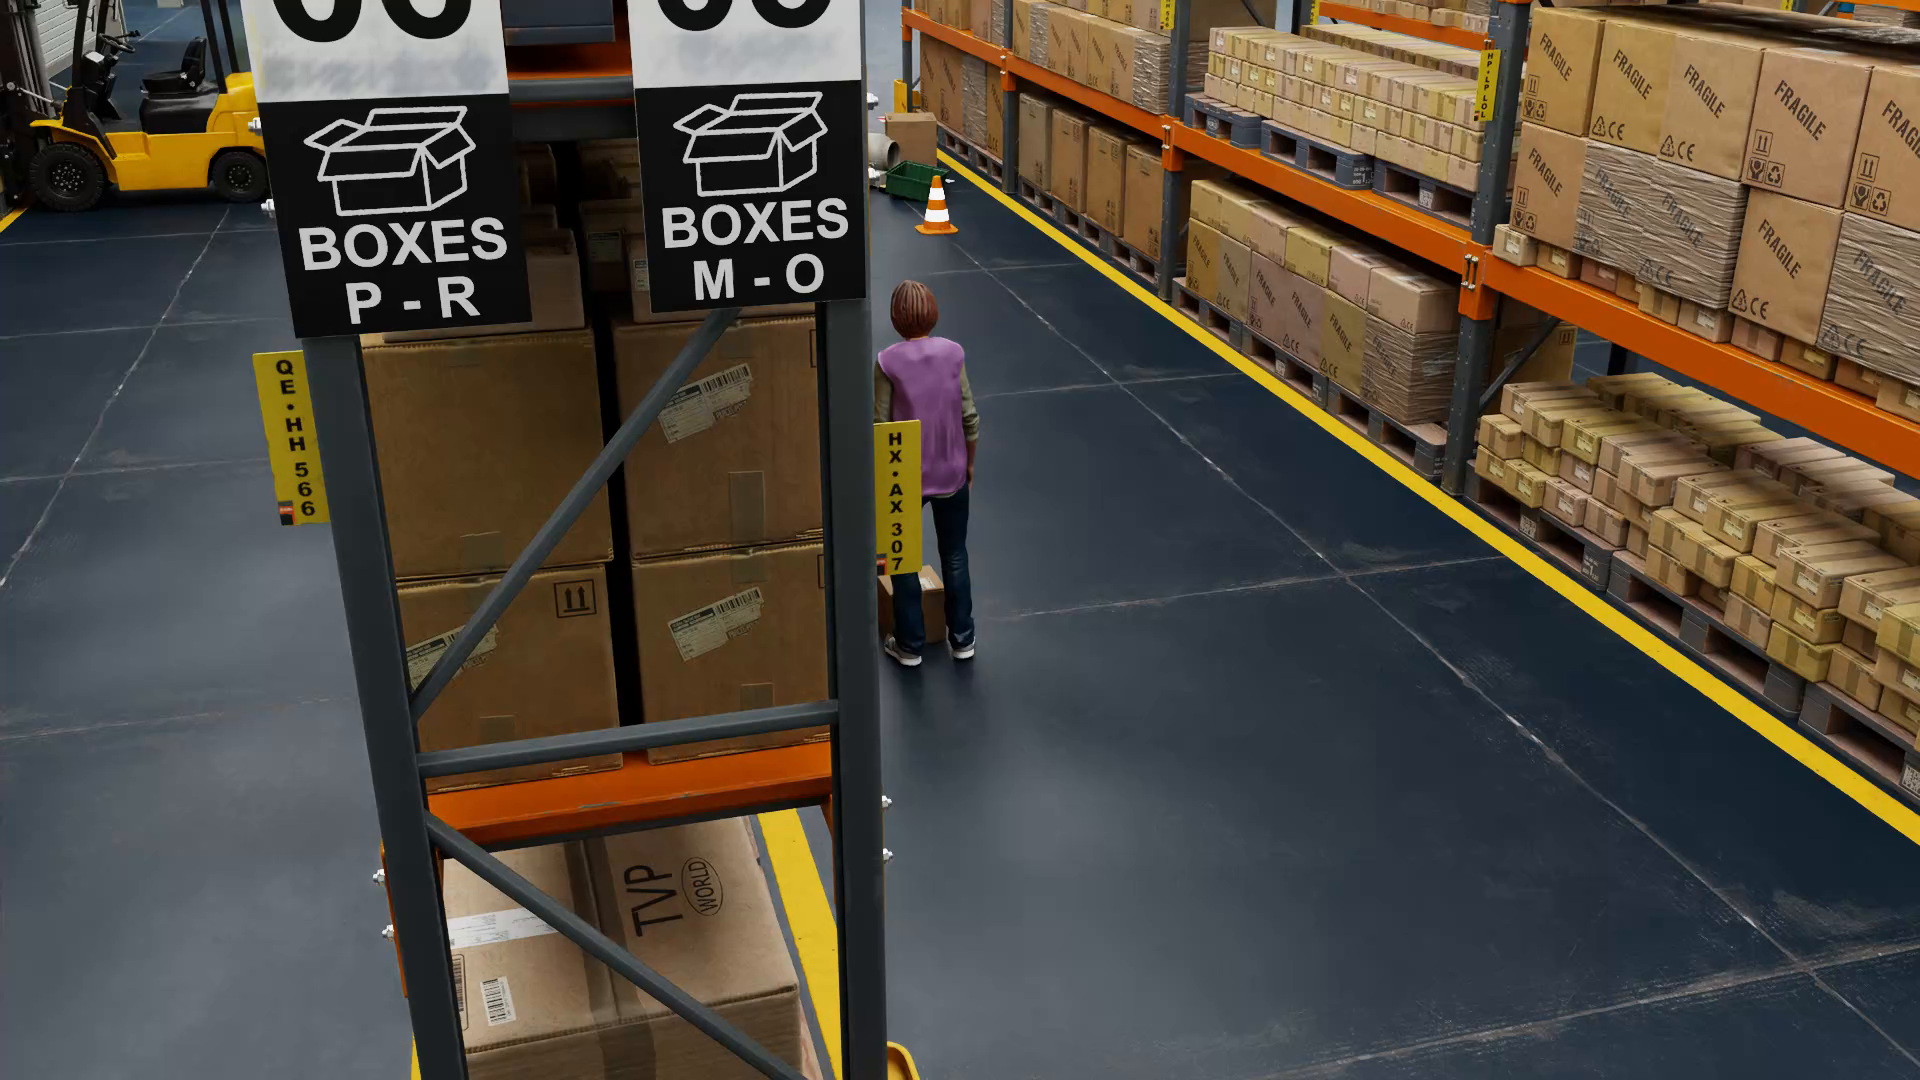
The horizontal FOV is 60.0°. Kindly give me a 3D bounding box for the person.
[{"bbox_3d":[-0.145,-0.244,6.677,0.482,1.594,0.341,-7,24,-17],"label":"person"}]
